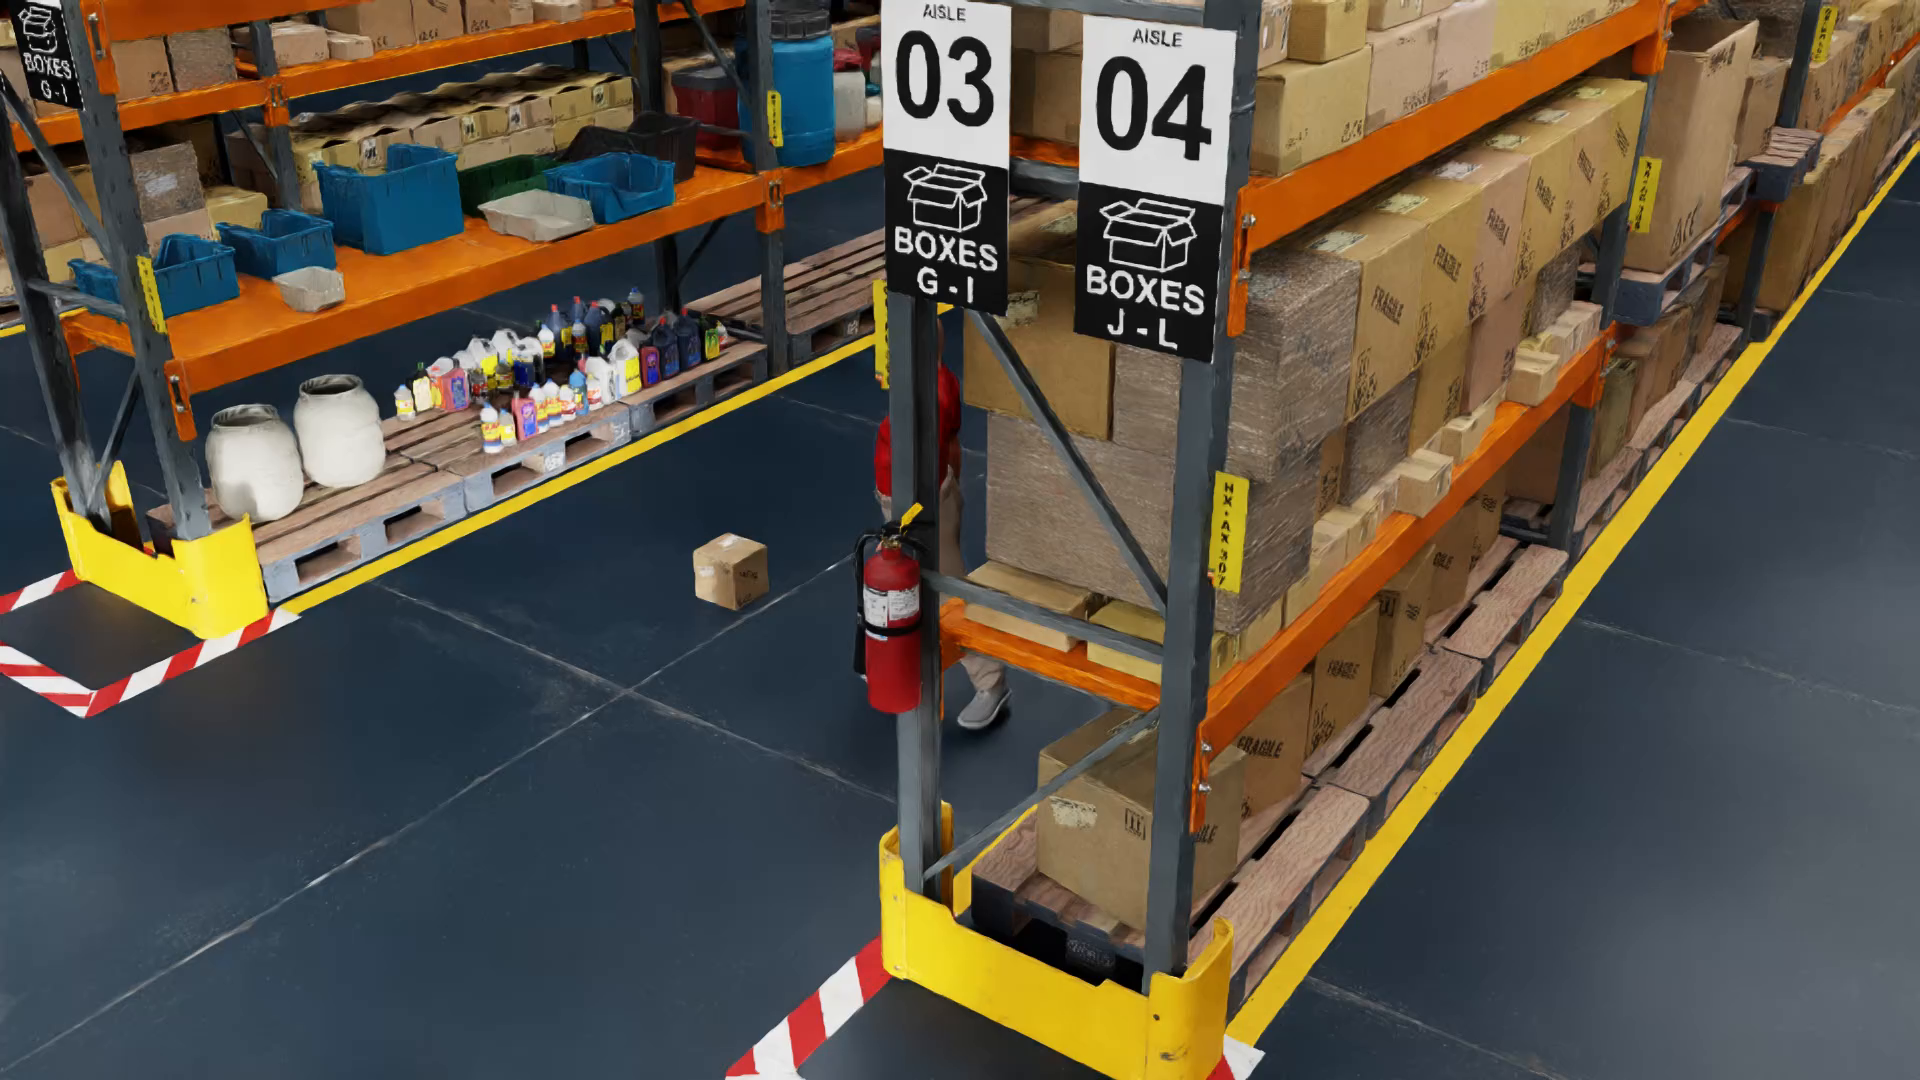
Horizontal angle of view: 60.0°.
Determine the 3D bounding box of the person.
[{"bbox_3d":[-0.118,-0.105,6.849,0.696,1.714,0.693,2,27,4],"label":"person"}]
